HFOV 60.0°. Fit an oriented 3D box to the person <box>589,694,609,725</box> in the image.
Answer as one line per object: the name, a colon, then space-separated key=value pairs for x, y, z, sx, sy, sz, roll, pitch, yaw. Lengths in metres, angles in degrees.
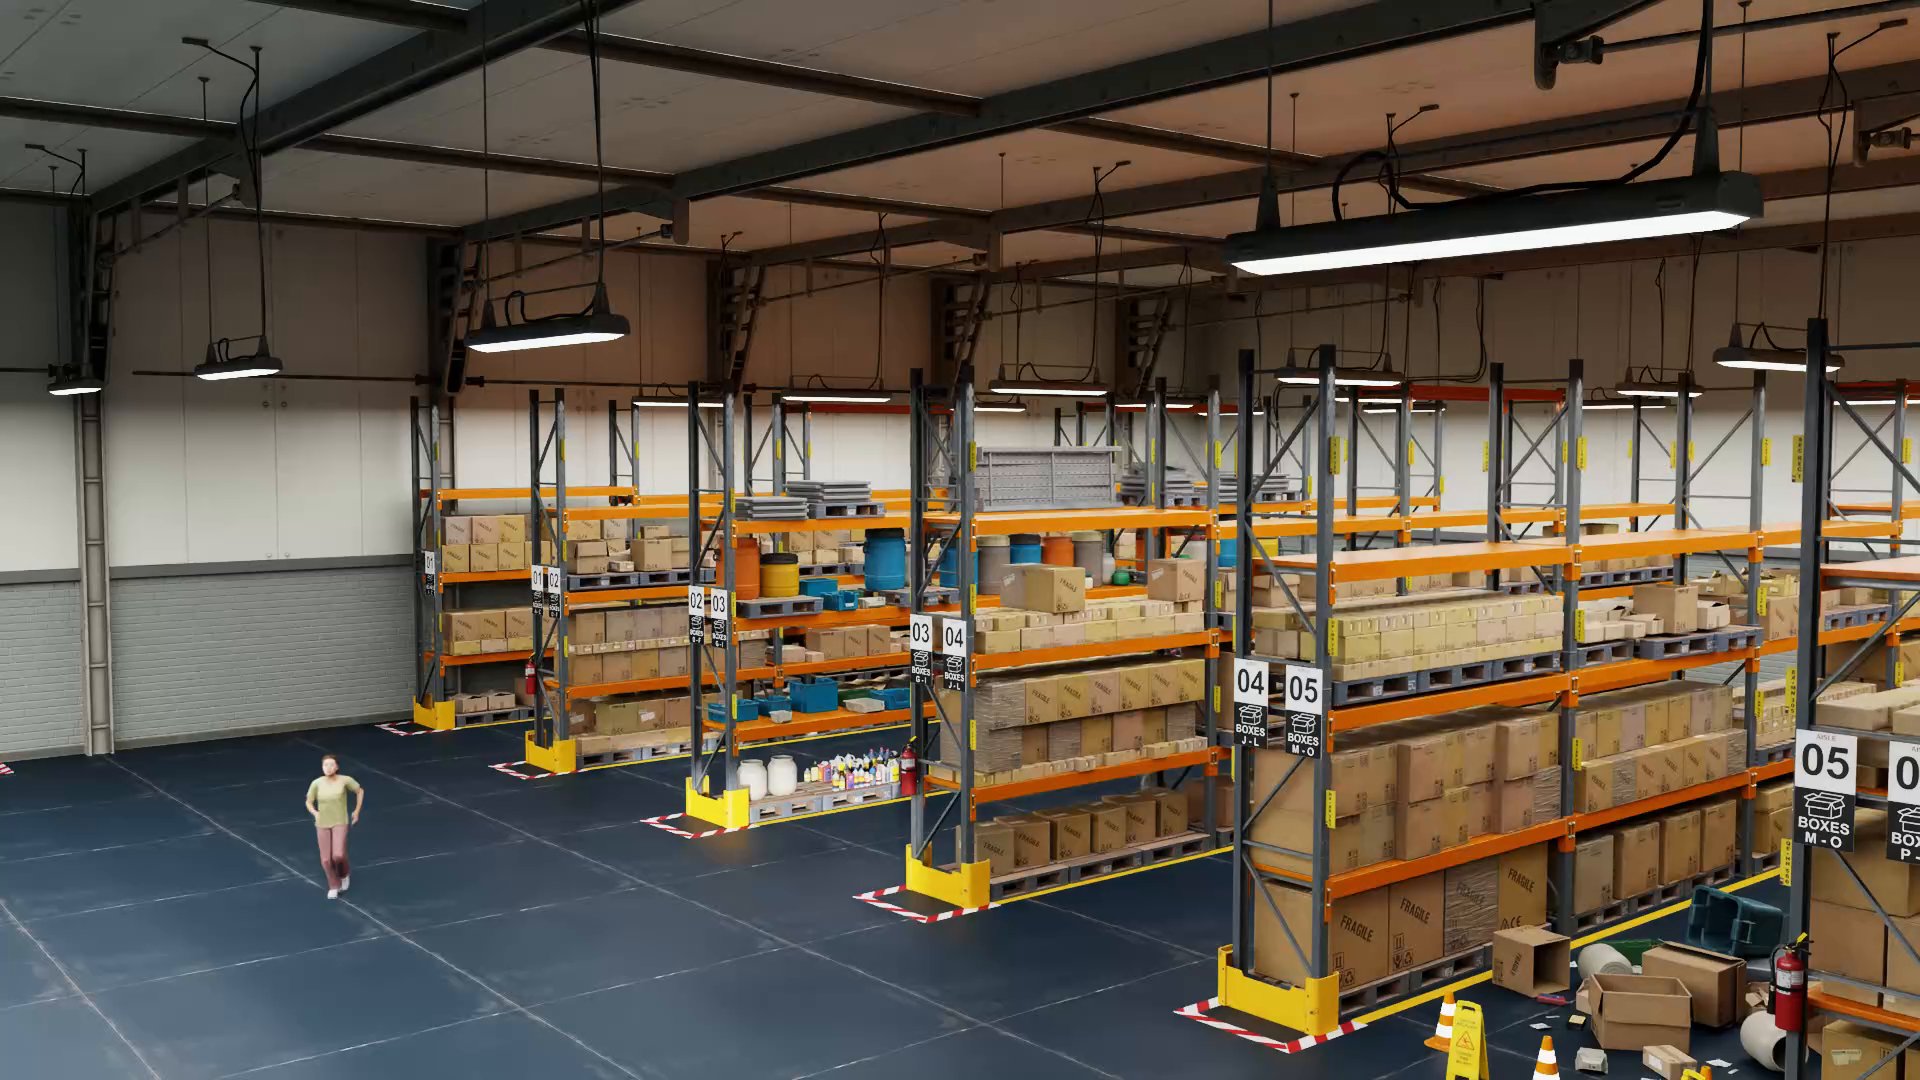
person: x=-6.232 y=2.595 z=28.888 sx=0.976 sy=1.849 sz=0.626 roll=-3 pitch=4 yaw=-40

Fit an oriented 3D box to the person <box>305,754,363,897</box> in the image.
person: x=-7.079 y=3.237 z=18.788 sx=0.601 sy=1.639 sz=0.548 roll=-1 pitch=3 yaw=-11

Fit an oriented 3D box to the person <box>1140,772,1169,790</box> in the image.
person: x=2.645 y=2.890 z=23.229 sx=0.928 sy=1.819 sz=0.672 roll=-3 pitch=4 yaw=-41
